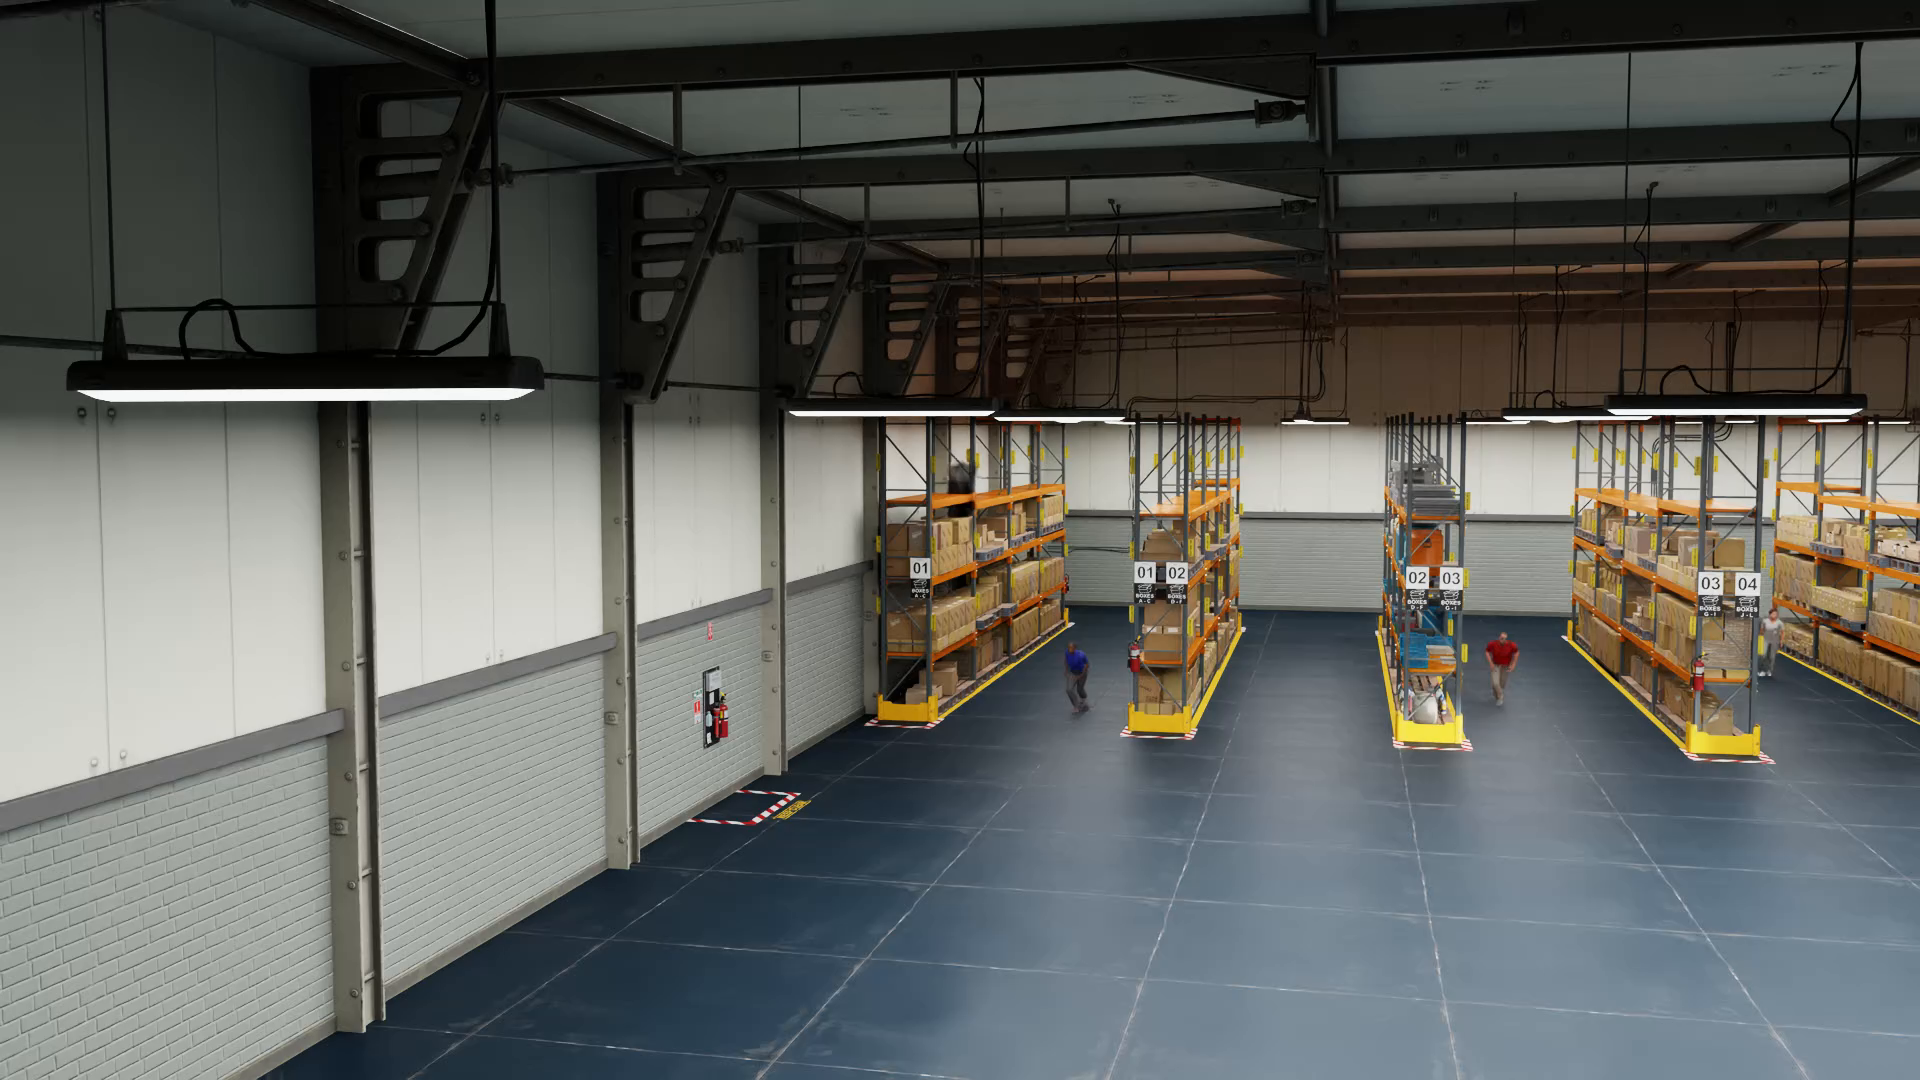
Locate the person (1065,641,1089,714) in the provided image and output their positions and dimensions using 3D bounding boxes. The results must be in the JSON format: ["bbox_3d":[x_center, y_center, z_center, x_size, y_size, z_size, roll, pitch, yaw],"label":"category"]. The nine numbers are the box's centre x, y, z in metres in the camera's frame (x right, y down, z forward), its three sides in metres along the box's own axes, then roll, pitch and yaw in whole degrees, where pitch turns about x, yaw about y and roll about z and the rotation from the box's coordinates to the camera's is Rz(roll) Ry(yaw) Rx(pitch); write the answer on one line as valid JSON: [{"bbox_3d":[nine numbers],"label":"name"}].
[{"bbox_3d":[2.400,2.728,33.524,0.565,1.482,0.987,2,4,25],"label":"person"}]

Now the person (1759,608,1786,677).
[{"bbox_3d":[18.508,2.334,37.909,0.551,1.611,0.729,2,4,27],"label":"person"}]

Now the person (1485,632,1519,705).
[{"bbox_3d":[11.188,2.630,34.390,0.668,1.552,0.980,1,4,10],"label":"person"}]
